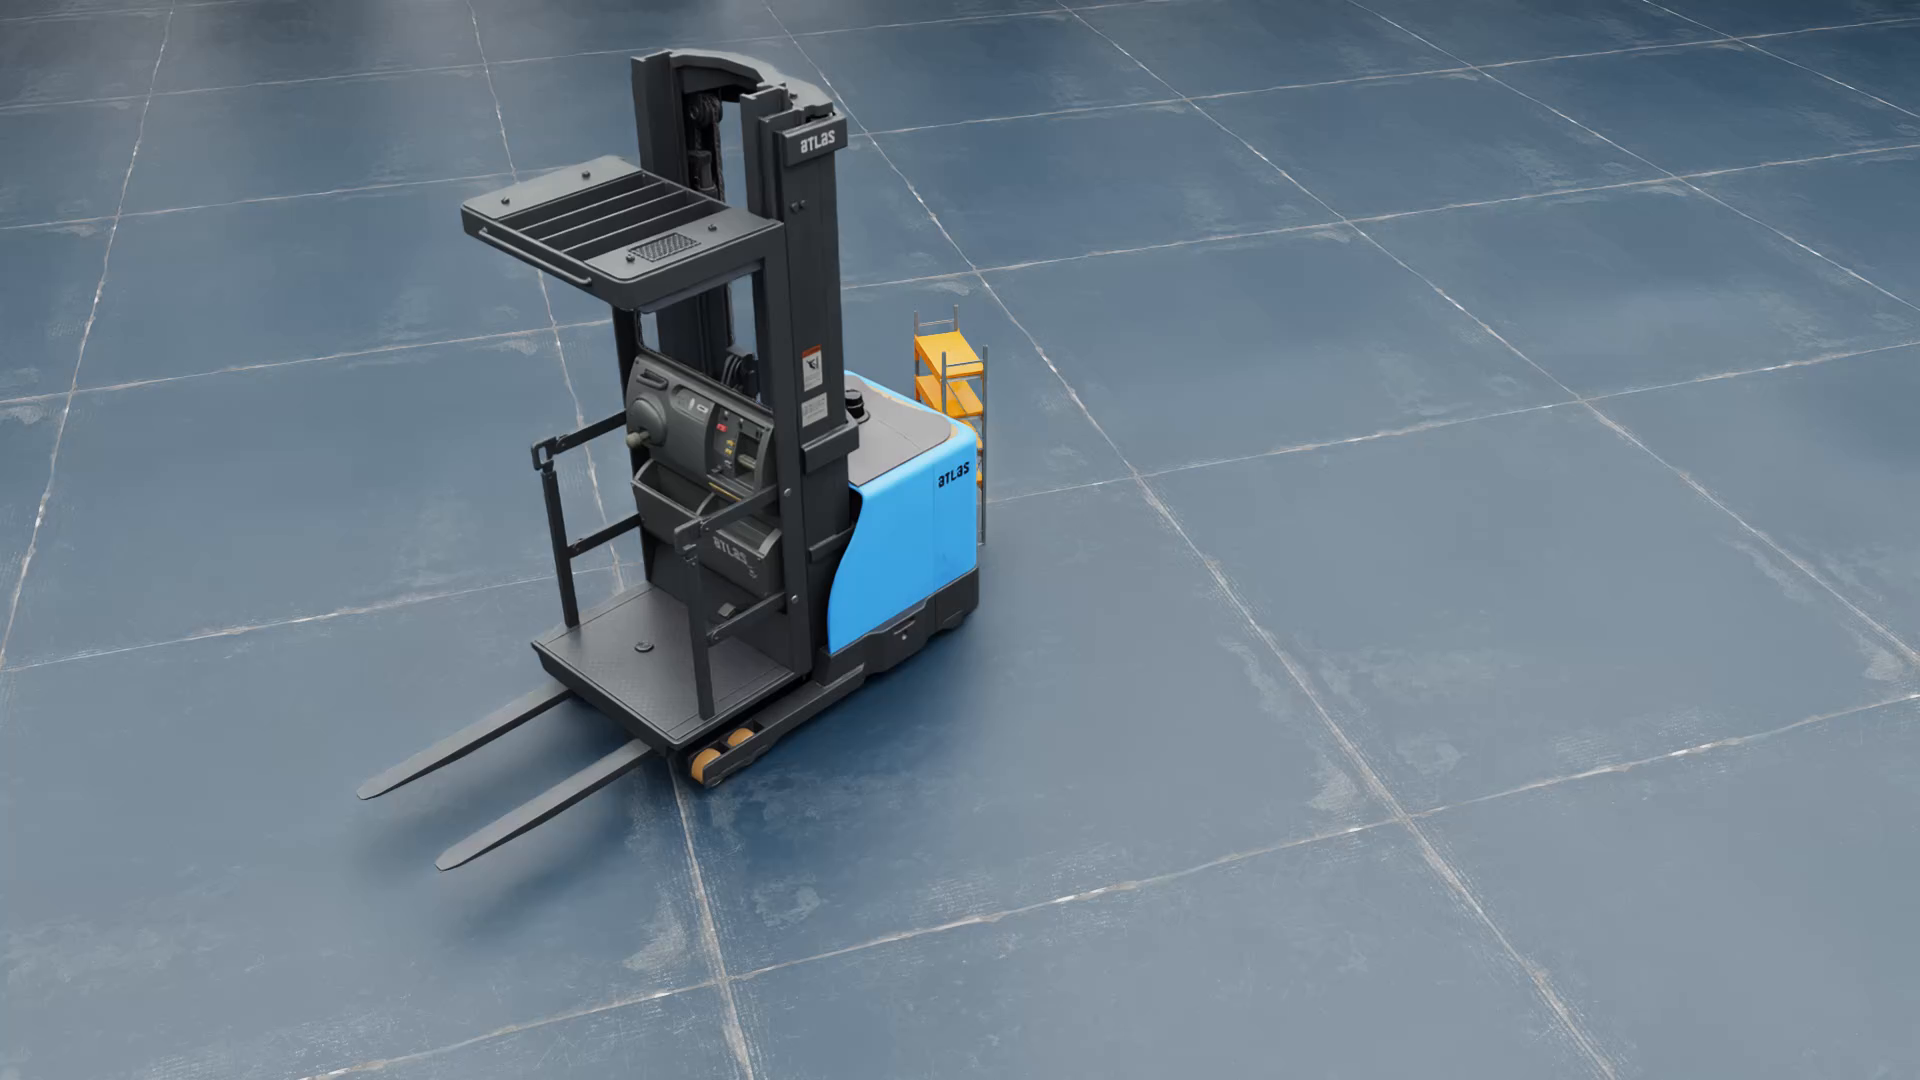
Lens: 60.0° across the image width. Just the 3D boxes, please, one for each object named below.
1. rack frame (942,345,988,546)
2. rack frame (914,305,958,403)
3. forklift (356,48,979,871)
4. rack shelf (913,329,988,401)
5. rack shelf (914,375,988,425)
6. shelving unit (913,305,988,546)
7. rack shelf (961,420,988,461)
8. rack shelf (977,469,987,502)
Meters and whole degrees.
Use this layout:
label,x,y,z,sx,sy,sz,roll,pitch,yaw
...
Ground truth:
label,x,y,z,sx,sy,sz,roll,pitch,yaw
rack frame,0.024,-0.459,8.676,0.240,1.200,0.015,-10,35,-15
rack frame,-0.125,-0.716,9.064,0.240,1.200,0.015,-10,35,-15
forklift,-1.280,-0.445,7.084,1.130,2.935,3.031,27,42,35
rack shelf,-0.051,-0.915,8.654,0.258,0.148,0.480,-10,35,-15
rack shelf,-0.051,-0.718,8.784,0.258,0.148,0.480,-10,35,-15
shelving unit,-0.051,-0.587,8.870,0.258,1.200,0.503,-10,35,-15
rack shelf,-0.051,-0.531,8.907,0.258,0.148,0.480,-10,35,-15
rack shelf,-0.051,-0.366,9.017,0.258,0.148,0.480,-10,35,-15
